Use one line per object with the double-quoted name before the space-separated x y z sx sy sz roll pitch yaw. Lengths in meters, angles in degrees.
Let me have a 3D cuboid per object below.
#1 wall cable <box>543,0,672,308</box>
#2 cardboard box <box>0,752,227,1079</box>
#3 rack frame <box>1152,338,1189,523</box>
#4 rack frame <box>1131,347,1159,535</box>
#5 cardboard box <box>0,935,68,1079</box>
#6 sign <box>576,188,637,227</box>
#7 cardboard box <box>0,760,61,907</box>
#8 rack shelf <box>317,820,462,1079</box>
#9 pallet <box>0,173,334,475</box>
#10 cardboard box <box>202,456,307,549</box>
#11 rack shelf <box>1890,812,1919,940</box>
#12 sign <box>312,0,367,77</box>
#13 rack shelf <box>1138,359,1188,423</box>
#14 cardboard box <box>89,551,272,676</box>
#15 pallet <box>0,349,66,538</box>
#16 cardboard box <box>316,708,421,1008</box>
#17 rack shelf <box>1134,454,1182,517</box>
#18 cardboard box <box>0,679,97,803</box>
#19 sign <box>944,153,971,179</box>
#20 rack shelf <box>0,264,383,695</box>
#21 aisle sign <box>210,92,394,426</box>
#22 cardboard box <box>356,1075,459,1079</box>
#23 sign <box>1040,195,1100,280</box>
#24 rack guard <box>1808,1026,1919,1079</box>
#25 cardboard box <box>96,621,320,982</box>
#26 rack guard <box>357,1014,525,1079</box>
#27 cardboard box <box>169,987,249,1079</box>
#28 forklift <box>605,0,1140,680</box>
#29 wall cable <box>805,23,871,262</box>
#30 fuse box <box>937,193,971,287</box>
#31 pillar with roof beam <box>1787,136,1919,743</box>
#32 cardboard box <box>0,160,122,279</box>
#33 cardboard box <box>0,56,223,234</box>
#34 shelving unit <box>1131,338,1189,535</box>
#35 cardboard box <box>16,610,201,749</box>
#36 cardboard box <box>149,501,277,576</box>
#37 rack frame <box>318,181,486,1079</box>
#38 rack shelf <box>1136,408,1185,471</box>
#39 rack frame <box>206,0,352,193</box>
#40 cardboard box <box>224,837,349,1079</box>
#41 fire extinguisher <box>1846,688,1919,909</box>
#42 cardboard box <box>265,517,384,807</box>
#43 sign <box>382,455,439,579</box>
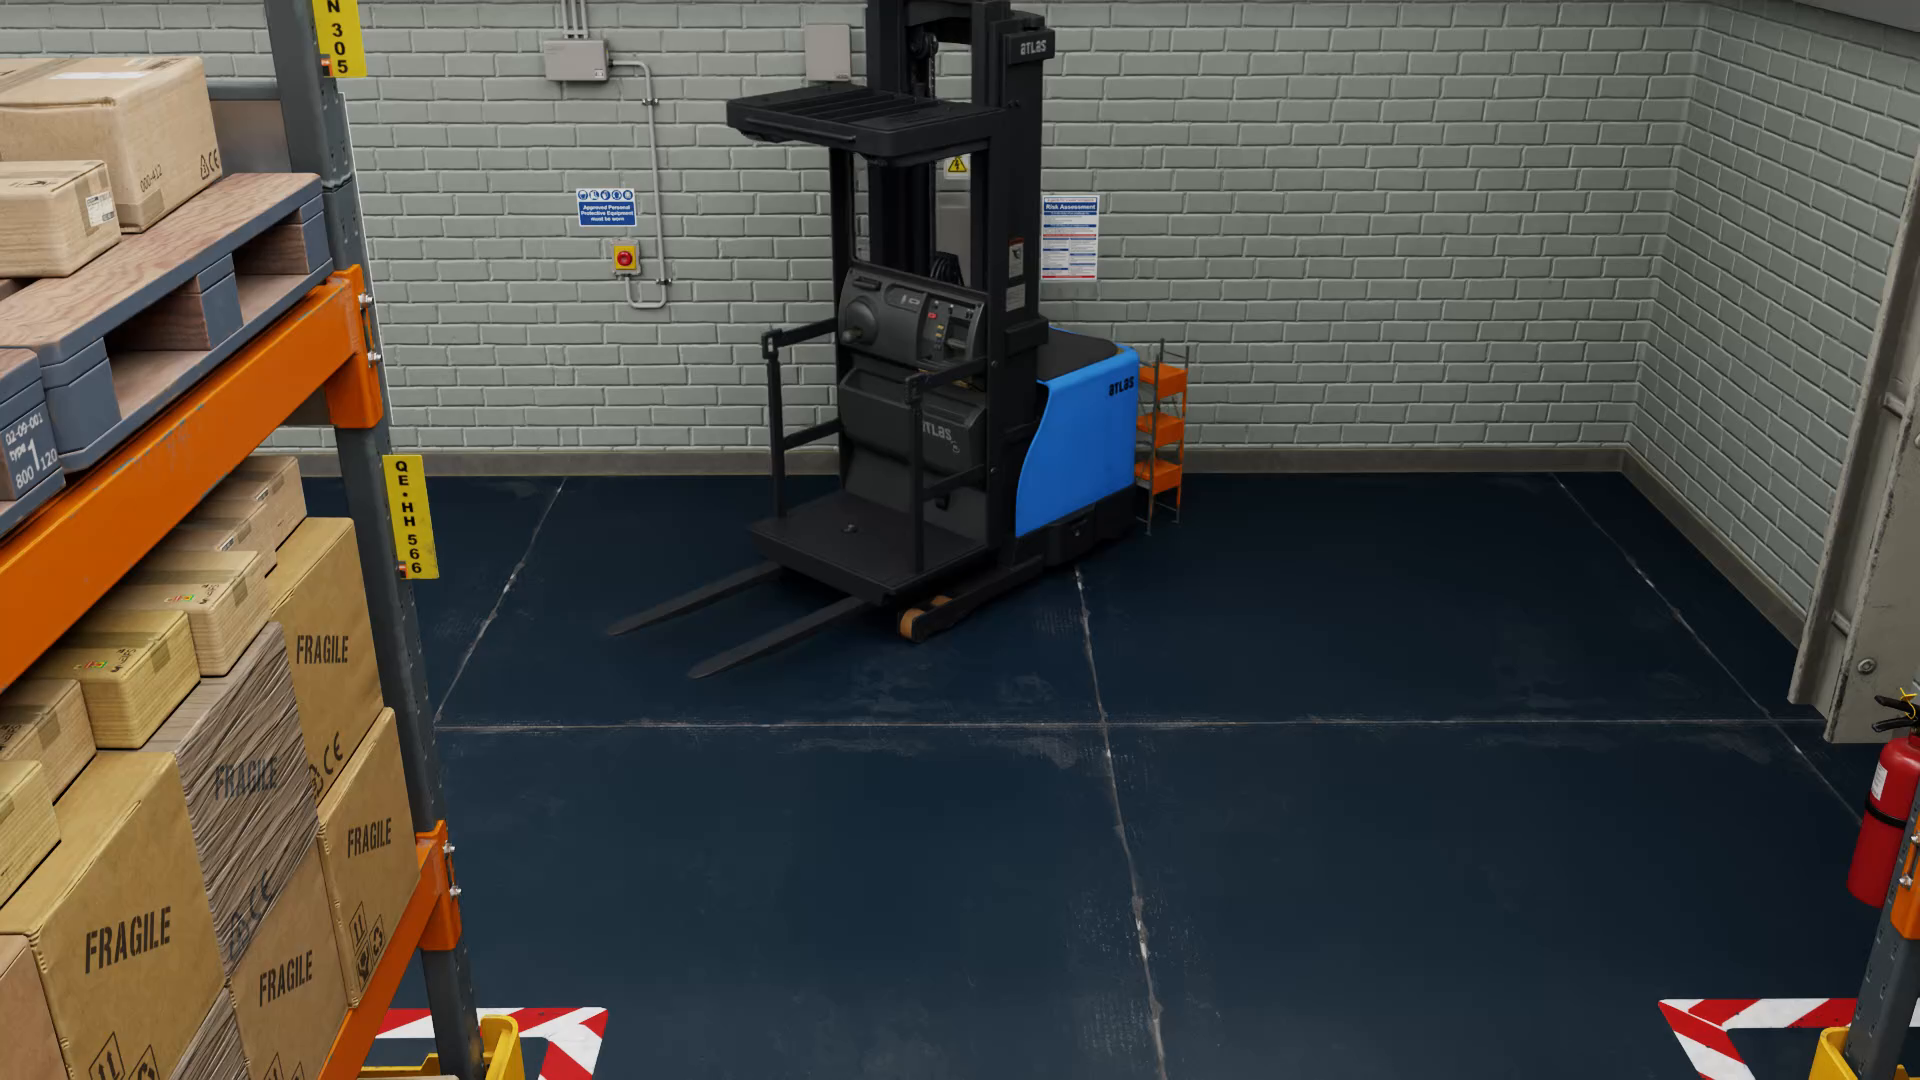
"wall cable" -1.964 -2.222 9.252 0.585 1.953 0.123 0 24 -1
"cardboard box" -1.598 0.694 2.741 0.500 0.500 0.500 0 24 -1
"rack frame" 1.177 -0.605 9.313 0.008 1.050 0.200 -20 31 -37
"rack frame" 0.996 -0.538 9.165 0.008 1.050 0.200 -20 31 -37
"cardboard box" -1.594 0.901 2.282 0.500 0.500 0.500 0 24 -1
"sign" -2.012 -1.893 9.467 0.327 0.218 0.001 0 24 -1
"cardboard box" -1.606 0.455 2.483 0.380 0.149 0.250 0 24 1
"rack shelf" -1.857 1.731 2.657 1.077 0.370 4.000 0 24 -1
"pallet" -1.860 -0.442 3.055 1.003 0.211 1.213 0 24 -1
"cardboard box" -1.674 -0.071 3.645 0.380 0.149 0.250 0 24 0
"rack shelf" 3.107 1.707 2.709 1.077 0.370 4.000 0 24 -1
"sign" -1.336 -1.152 3.539 0.100 0.325 0.005 0 24 -1
"rack shelf" 1.086 -0.820 9.127 0.240 0.259 0.215 -20 31 -37
"cardboard box" -1.561 0.139 3.180 0.380 0.149 0.250 0 24 -1
"pallet" -1.844 0.062 1.941 1.003 0.211 1.213 0 24 -1
"cardboard box" -1.609 0.731 3.873 0.500 0.500 0.500 0 24 0
"rack shelf" 1.087 -0.308 9.358 0.240 0.259 0.215 -20 31 -37
"cardboard box" -1.667 0.351 2.711 0.380 0.149 0.250 0 24 -1
"sign" 0.081 -2.155 9.374 0.339 0.242 0.001 0 24 -1
"rack shelf" -1.857 0.364 2.038 1.077 0.370 4.000 0 24 -1
"aisle sign" -1.569 -0.637 3.863 0.394 0.787 0.004 0 24 -1
"cardboard box" -1.771 1.826 4.172 0.875 0.438 0.875 -1 24 -2
"sign" 0.630 -1.738 9.569 0.329 0.494 0.001 0 24 -1
"rack guard" 3.086 1.725 4.829 1.175 0.500 0.348 0 24 -1
"cardboard box" -1.600 0.490 3.191 0.500 0.500 0.500 0 24 0
"rack guard" -1.879 1.708 4.868 1.175 0.500 0.348 0 24 -1
"cardboard box" -1.603 1.149 2.947 0.500 0.500 0.500 0 24 1
"forklift" -0.390 -1.070 8.059 1.130 2.935 3.031 21 32 38
"wall cable" -0.545 -2.219 9.283 0.588 1.984 0.122 0 24 -1
"fuse box" 0.139 -1.107 9.621 0.539 1.711 0.414 0 24 -1
"pillar with roof beam" -0.348 -3.274 5.570 9.100 9.000 0.400 0 24 -1
"cardboard box" -1.699 -0.553 2.867 0.380 0.149 0.250 -2 24 -5
"cardboard box" -1.784 -0.772 3.227 0.500 0.250 0.500 -2 24 -5
"shelving unit" 1.087 -0.571 9.239 0.252 1.050 0.215 -20 31 -37
"cardboard box" -1.599 0.243 2.950 0.380 0.149 0.250 0 24 1
"cardboard box" -1.648 0.033 3.414 0.380 0.149 0.250 0 24 0
"rack frame" -1.879 0.579 4.331 1.000 3.000 0.127 0 24 -1
"rack shelf" 1.087 -0.562 9.243 0.240 0.259 0.215 -20 31 -37
"rack frame" -1.879 -2.155 3.094 1.000 3.000 0.127 0 24 -1
"cardboard box" -1.618 0.938 3.416 0.500 0.500 0.500 -1 24 -2
"fire extinguisher" 2.621 0.701 4.606 0.296 0.674 0.183 0 24 -1
"cardboard box" -1.635 0.275 3.667 0.500 0.500 0.500 1 24 1
"sign" -1.336 -0.054 4.036 0.100 0.325 0.005 0 24 -1
